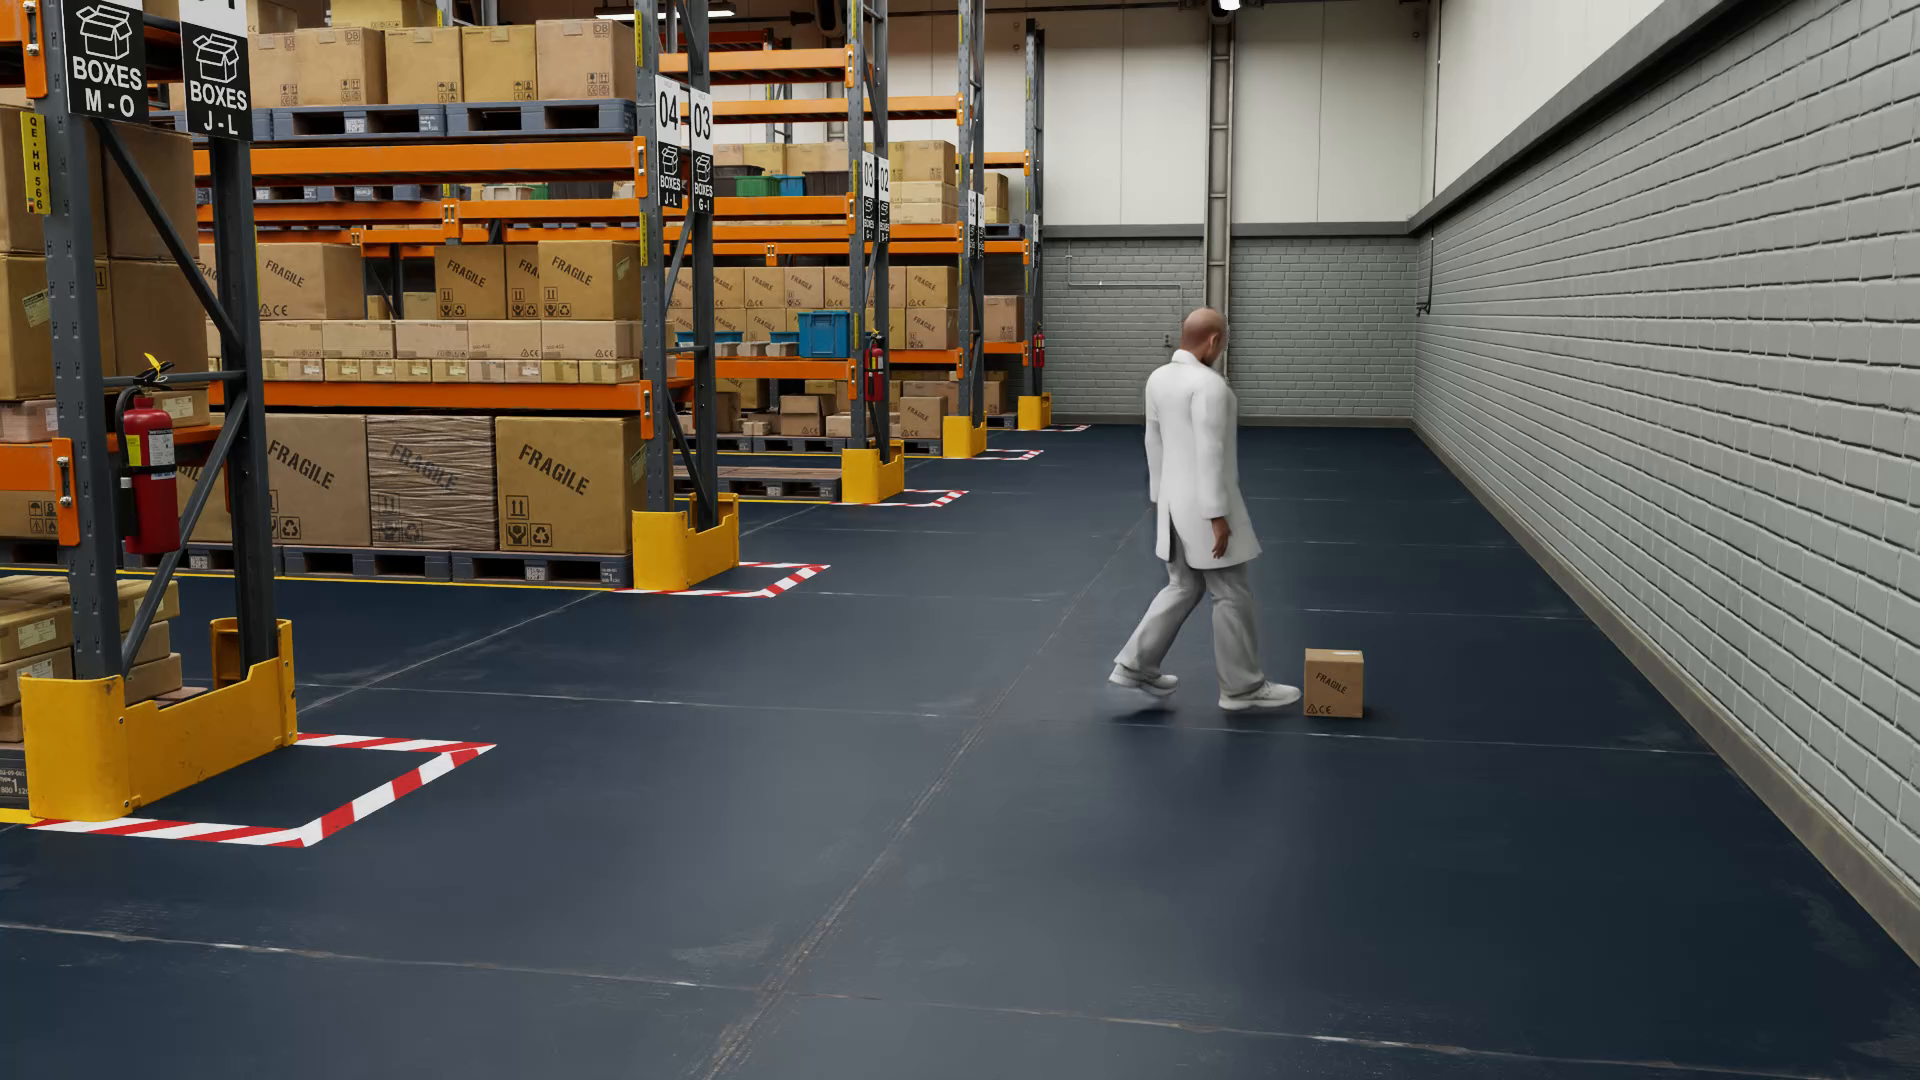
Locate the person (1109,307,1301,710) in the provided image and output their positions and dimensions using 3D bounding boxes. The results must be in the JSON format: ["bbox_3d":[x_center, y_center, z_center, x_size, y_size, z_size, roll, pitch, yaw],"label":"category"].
[{"bbox_3d":[1.081,-0.133,7.274,0.816,1.753,0.630,-3,8,-21],"label":"person"}]
